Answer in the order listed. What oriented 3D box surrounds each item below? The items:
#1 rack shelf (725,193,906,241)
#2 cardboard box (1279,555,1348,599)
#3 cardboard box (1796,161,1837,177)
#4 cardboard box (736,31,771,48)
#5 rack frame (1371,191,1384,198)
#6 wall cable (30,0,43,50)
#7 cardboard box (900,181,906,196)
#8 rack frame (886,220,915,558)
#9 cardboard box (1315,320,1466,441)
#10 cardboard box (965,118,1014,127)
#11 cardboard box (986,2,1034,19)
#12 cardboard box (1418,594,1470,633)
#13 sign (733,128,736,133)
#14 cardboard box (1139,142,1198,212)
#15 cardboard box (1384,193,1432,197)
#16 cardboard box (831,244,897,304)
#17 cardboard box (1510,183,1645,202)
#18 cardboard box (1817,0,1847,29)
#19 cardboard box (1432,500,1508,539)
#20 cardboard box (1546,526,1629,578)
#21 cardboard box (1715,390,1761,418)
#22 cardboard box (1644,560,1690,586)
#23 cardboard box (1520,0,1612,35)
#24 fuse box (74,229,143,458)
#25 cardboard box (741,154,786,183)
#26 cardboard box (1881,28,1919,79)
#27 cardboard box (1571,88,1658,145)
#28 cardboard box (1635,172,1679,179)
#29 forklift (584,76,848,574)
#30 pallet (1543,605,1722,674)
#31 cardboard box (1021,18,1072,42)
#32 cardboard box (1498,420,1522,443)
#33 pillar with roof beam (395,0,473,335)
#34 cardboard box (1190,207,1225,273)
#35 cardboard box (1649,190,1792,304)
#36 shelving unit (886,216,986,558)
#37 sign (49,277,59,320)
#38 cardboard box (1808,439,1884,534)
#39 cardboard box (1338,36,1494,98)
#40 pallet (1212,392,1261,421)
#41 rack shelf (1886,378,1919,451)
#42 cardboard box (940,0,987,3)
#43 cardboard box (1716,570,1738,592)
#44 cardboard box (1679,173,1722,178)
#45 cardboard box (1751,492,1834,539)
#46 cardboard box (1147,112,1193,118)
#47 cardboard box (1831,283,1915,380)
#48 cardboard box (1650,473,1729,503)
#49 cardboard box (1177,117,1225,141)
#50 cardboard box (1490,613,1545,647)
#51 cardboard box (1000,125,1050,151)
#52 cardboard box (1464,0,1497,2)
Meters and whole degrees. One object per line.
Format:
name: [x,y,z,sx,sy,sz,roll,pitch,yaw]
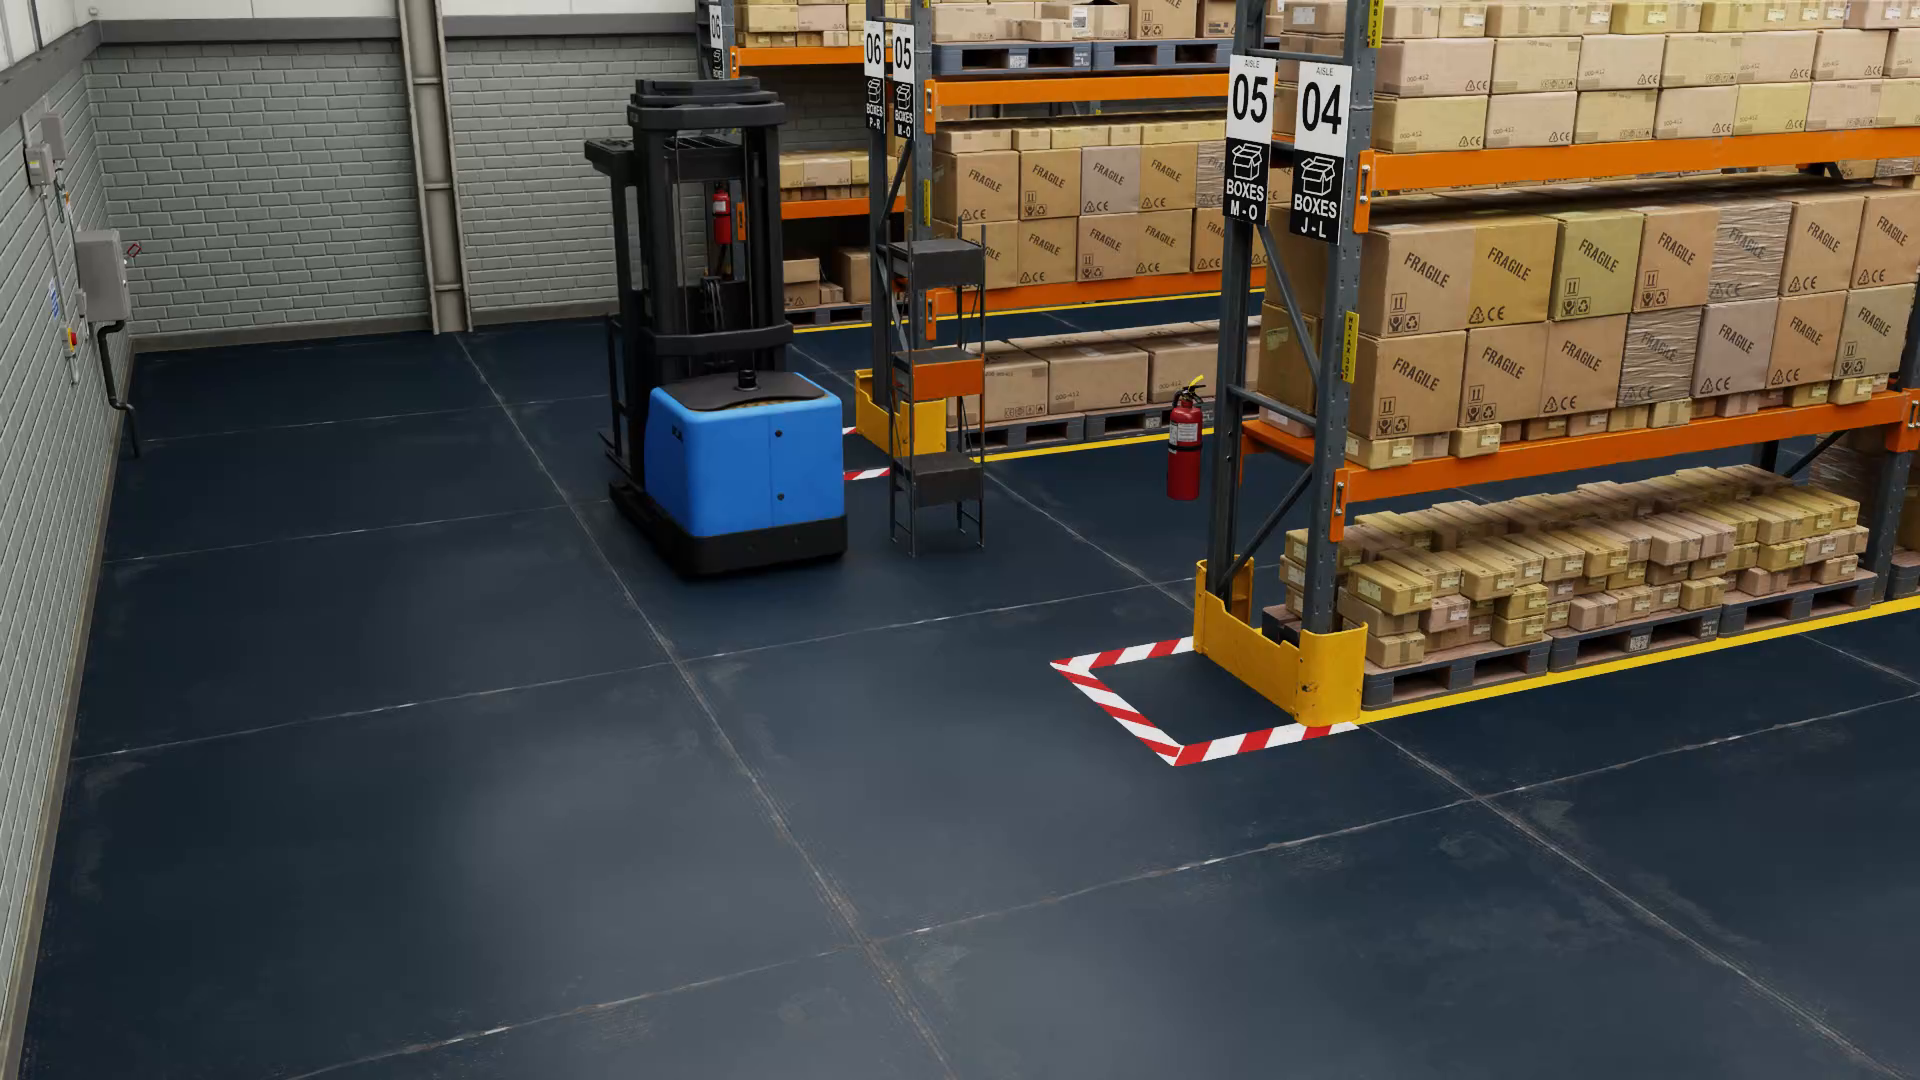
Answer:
rack shelf: [-0.585,-3.590,17.783,4.000,0.370,1.077,-8,21,-22]
cardboard box: [1.973,0.193,9.168,0.250,0.149,0.380,-9,21,-23]
cardboard box: [7.874,-3.650,15.641,0.500,0.500,0.500,-7,21,-19]
cardboard box: [-2.037,-4.933,16.378,0.250,0.149,0.380,-8,21,-21]
rack frame: [3.221,-2.679,14.114,0.127,3.000,1.000,-8,21,-22]
wall cable: [-6.928,-5.250,12.326,0.133,3.039,2.988,-8,21,-22]
cardboard box: [-0.575,-3.702,17.398,0.250,0.149,0.380,-8,21,-21]
rack frame: [-0.376,-0.937,10.520,0.015,2.100,0.400,-8,21,-22]
cardboard box: [2.123,-0.819,8.232,0.500,0.500,0.500,-7,21,-19]
cardboard box: [0.225,-3.186,12.921,0.250,0.149,0.380,-8,21,-22]
cardboard box: [0.434,-5.465,17.288,0.500,0.250,0.500,-9,21,-24]
cardboard box: [2.458,0.341,8.751,0.250,0.149,0.380,-8,21,-22]
sign: [-2.207,-3.909,16.303,0.005,0.325,0.100,-8,21,-22]
cardboard box: [1.500,-2.854,12.954,0.500,0.500,0.500,-8,21,-22]
cardboard box: [3.736,-2.816,13.976,0.500,0.250,0.500,-9,21,-23]
cardboard box: [-1.022,-2.837,17.694,0.500,0.500,0.700,-7,21,-20]
cardboard box: [3.346,-1.660,9.116,0.500,0.500,0.500,-9,21,-24]
cardboard box: [4.361,-2.745,8.657,0.250,0.149,0.380,-7,21,-20]
cardboard box: [2.915,-0.093,9.533,0.250,0.149,0.380,-7,21,-20]
cardboard box: [3.417,0.065,9.085,0.250,0.149,0.380,-8,21,-21]
cardboard box: [4.158,-0.800,9.155,0.250,0.149,0.380,-9,21,-24]
cardboard box: [3.879,0.114,9.395,0.250,0.149,0.380,-9,21,-24]
cardboard box: [2.926,-2.537,8.067,0.250,0.149,0.380,-8,21,-20]
fuse box: [-6.319,-1.456,12.580,0.414,1.711,0.539,-8,21,-22]
cardboard box: [-2.105,-3.877,17.294,0.500,0.250,0.500,-8,21,-20]
cardboard box: [4.951,-2.624,8.915,0.500,0.250,0.500,-9,21,-24]
cardboard box: [3.068,-2.121,8.239,0.500,0.250,0.500,-9,21,-24]
cardboard box: [6.054,-3.506,14.807,0.500,0.500,0.500,-8,21,-21]
forklift: [-1.818,-1.621,11.212,1.130,2.935,3.031,-9,21,-24]
pallet: [3.549,0.394,9.586,1.213,0.211,1.003,-8,21,-22]
cardboard box: [0.638,-3.767,12.284,0.250,0.149,0.380,-7,21,-20]
cardboard box: [2.698,-0.622,8.649,0.250,0.149,0.380,-7,21,-19]
pillar with roof beam: [-3.549,-5.103,11.965,0.400,9.000,9.100,-8,21,-22]
cardboard box: [1.970,-2.447,13.305,0.500,0.500,0.500,-8,21,-23]
cardboard box: [4.001,-1.565,8.845,0.500,0.500,0.500,-8,21,-21]
shelving unit: [-0.152,-0.969,10.611,0.503,2.100,0.431,-8,21,-22]
sign: [-5.658,-1.508,10.383,0.001,0.218,0.327,-8,21,-22]
cardboard box: [5.854,-0.376,10.704,0.500,0.500,0.500,-9,21,-23]
cardboard box: [2.116,-2.216,7.756,0.500,0.250,0.500,-8,21,-21]
pallet: [2.491,-1.287,14.360,1.213,0.211,1.003,-8,21,-22]
rack shelf: [7.110,-1.106,10.731,4.000,0.370,1.077,-8,21,-22]
cardboard box: [-0.048,-5.639,17.029,0.500,0.250,0.500,-8,21,-21]
cardboard box: [4.270,0.180,9.654,0.250,0.149,0.380,-9,21,-23]
cardboard box: [6.549,-3.229,15.149,0.500,0.250,0.500,-8,21,-22]
cardboard box: [4.832,-0.145,9.681,0.250,0.149,0.380,-8,21,-21]
cardboard box: [1.675,-3.358,13.409,0.250,0.149,0.380,-8,21,-22]
cardboard box: [4.942,-1.220,9.373,0.500,0.500,0.500,-8,21,-22]
cardboard box: [4.387,-0.268,10.031,0.250,0.149,0.380,-8,21,-23]
cardboard box: [1.865,-3.217,13.010,0.250,0.149,0.380,-9,21,-23]
cardboard box: [2.920,0.425,8.960,0.250,0.149,0.380,-8,21,-21]
cardboard box: [0.480,-2.995,12.379,0.250,0.149,0.380,-7,21,-20]
cardboard box: [2.490,-2.662,8.422,0.250,0.149,0.380,-8,21,-21]
